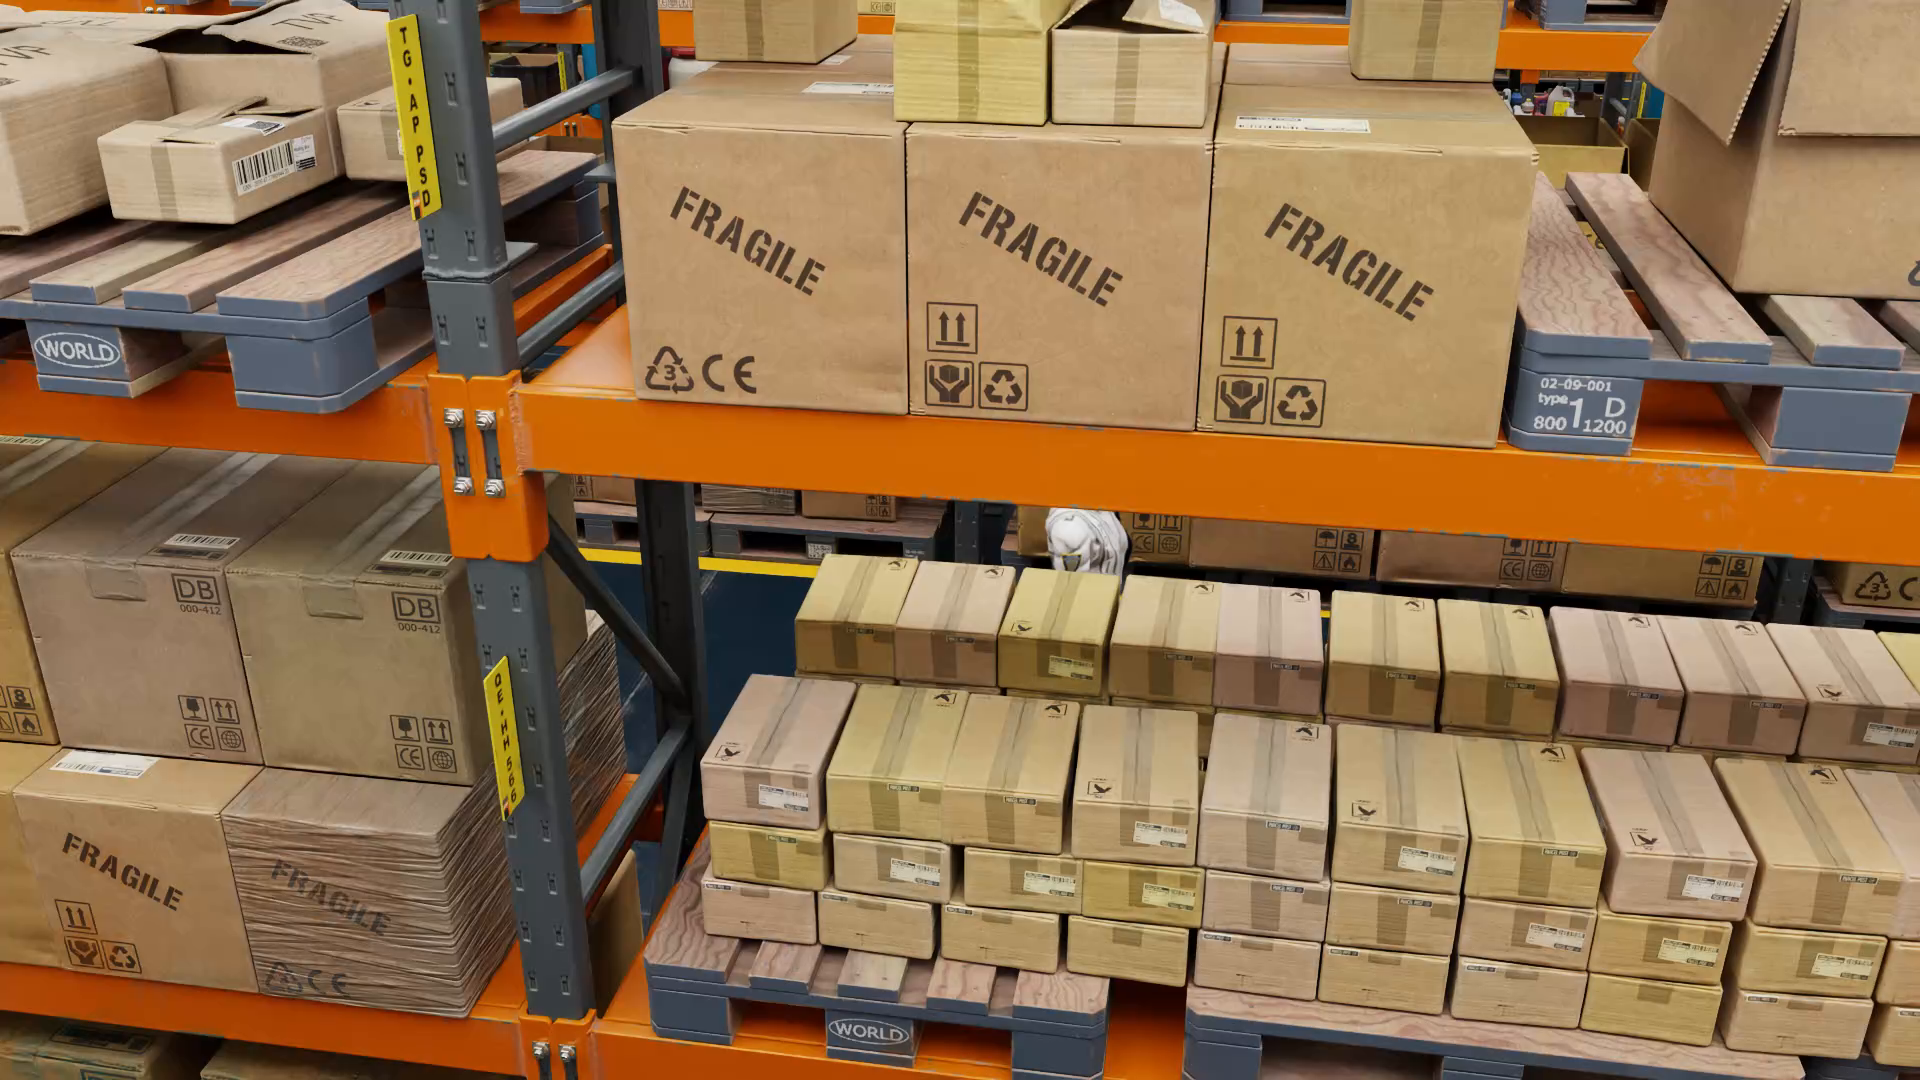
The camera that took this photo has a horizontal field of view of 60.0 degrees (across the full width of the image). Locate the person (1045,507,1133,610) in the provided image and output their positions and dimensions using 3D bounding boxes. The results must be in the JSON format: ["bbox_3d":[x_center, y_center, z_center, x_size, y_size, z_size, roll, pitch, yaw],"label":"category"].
[{"bbox_3d":[0.473,0.352,6.366,0.327,1.661,0.473,5,25,10],"label":"person"}]
